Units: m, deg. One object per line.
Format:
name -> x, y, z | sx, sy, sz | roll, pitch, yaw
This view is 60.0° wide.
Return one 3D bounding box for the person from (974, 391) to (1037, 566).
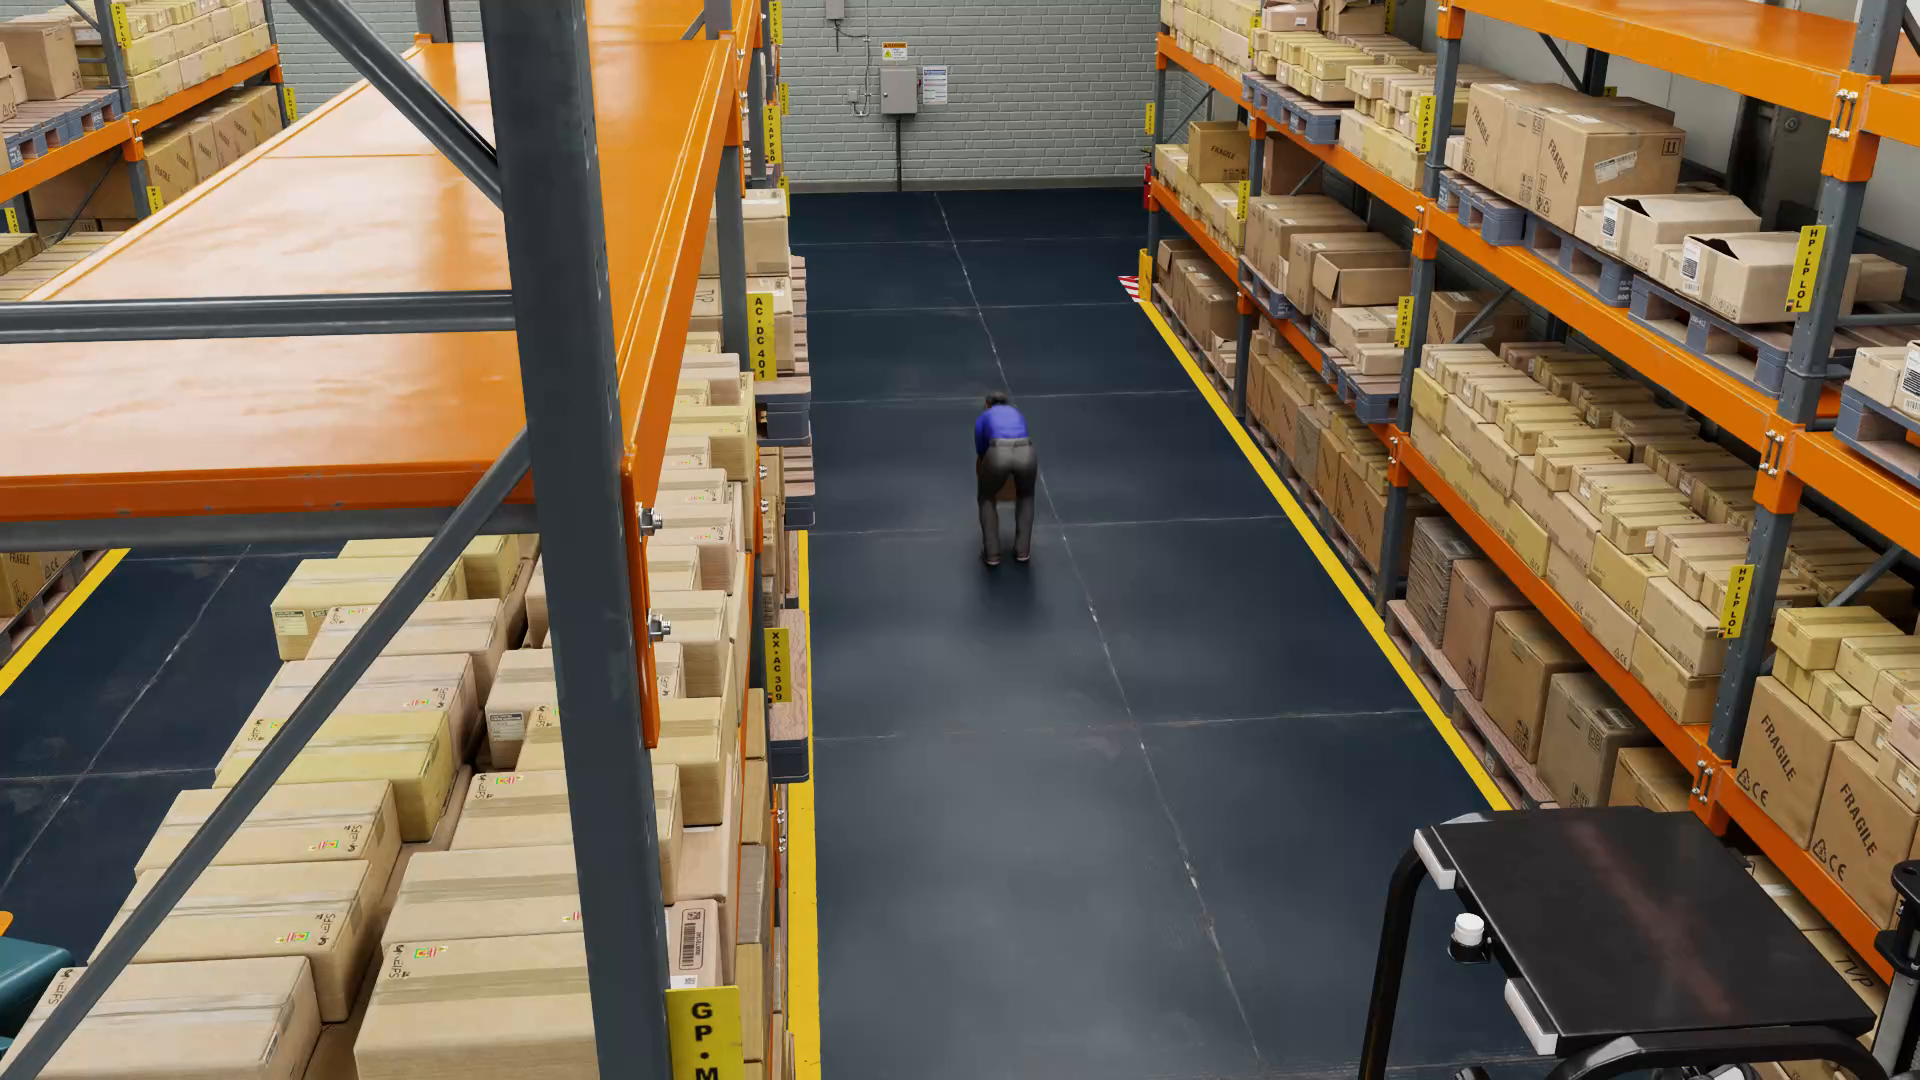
person -> 0.313, -0.450, 12.009 | 0.414, 1.112, 0.866 | -3, 24, -7
